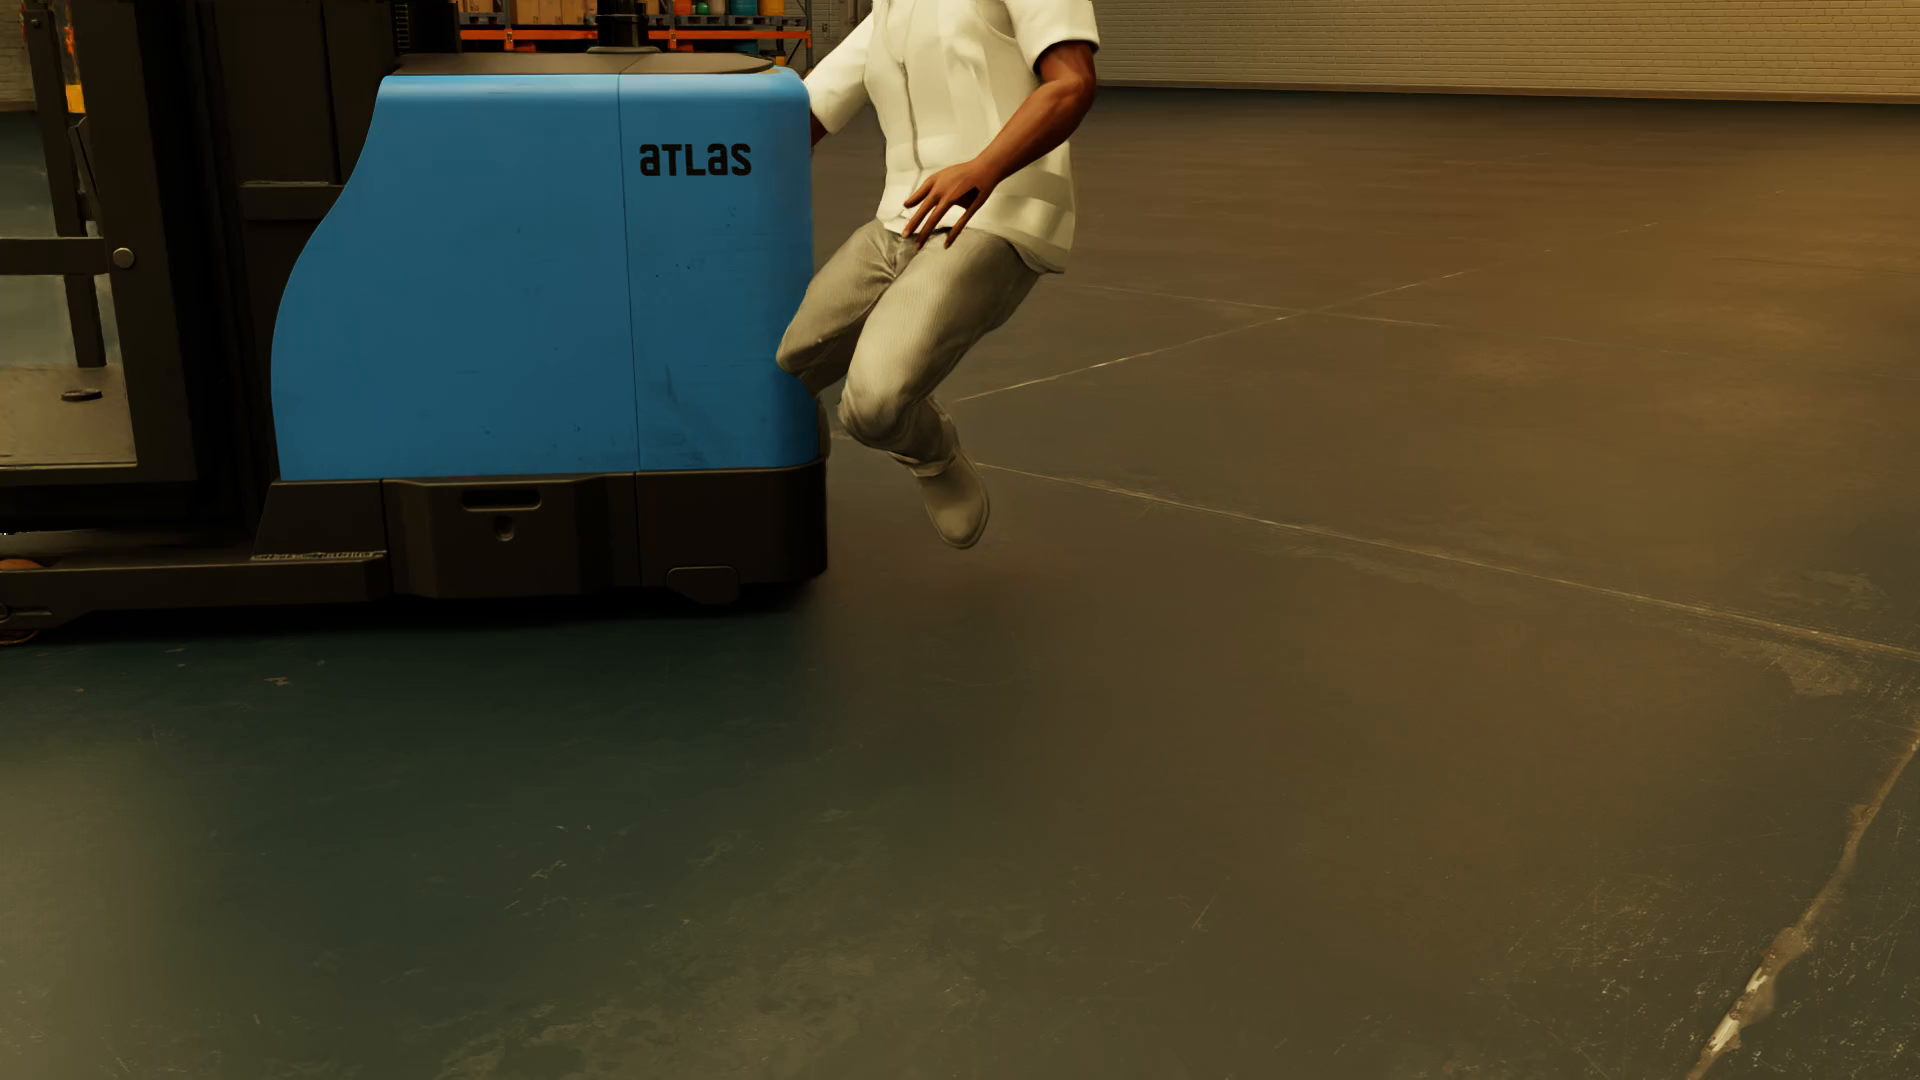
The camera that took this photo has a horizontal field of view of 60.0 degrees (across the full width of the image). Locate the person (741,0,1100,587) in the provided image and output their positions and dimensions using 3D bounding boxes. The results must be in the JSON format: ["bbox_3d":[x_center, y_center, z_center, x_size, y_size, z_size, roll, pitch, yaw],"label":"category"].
[{"bbox_3d":[-0.193,-0.600,3.174,0.751,1.609,0.813,-12,20,-33],"label":"person"}]

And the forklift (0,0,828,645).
[{"bbox_3d":[-1.831,-1.353,3.352,3.031,2.935,1.130,-2,17,-6],"label":"forklift"}]
